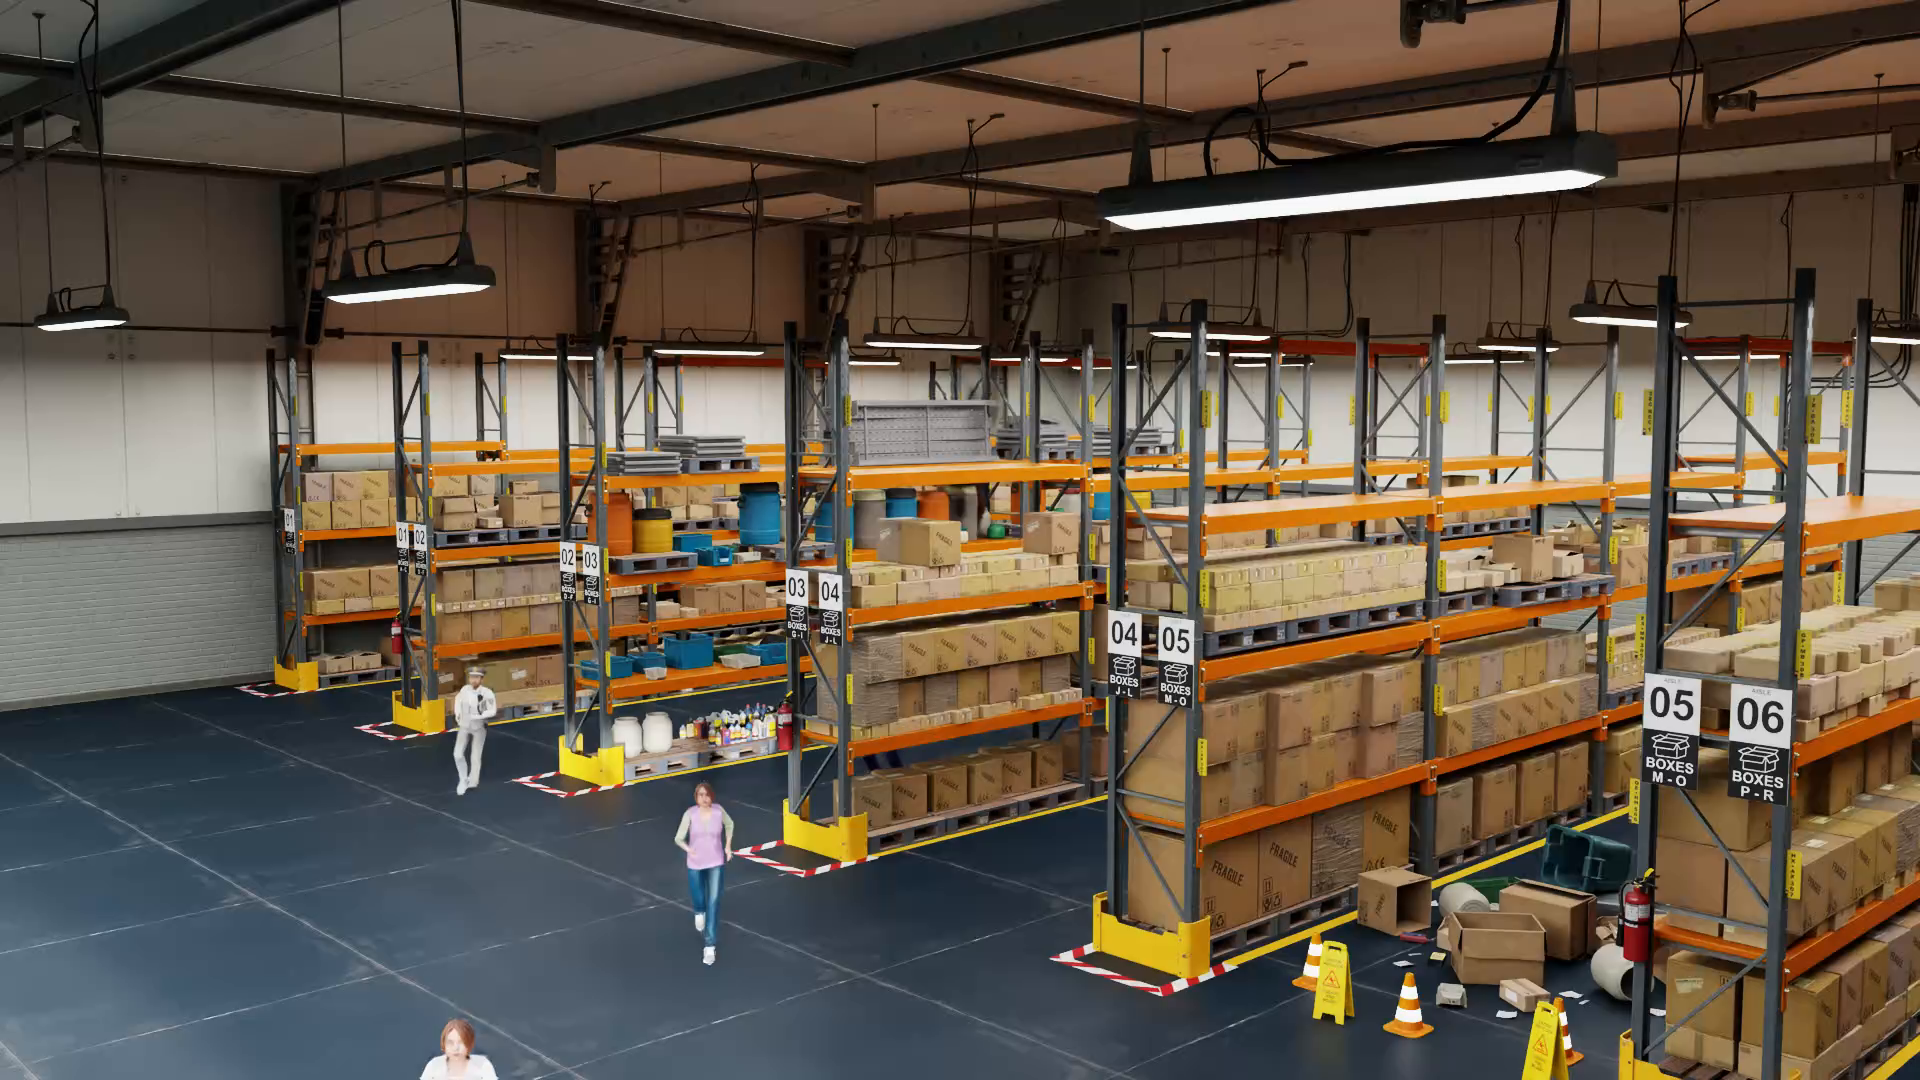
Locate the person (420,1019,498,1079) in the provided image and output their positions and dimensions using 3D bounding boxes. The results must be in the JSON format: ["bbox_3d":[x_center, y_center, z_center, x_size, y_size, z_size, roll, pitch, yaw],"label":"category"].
[{"bbox_3d":[-2.897,3.531,9.657,0.538,1.575,0.795,-1,5,-12],"label":"person"}]

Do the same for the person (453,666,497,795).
[{"bbox_3d":[-6.309,2.472,21.664,0.608,1.704,0.609,0,5,2],"label":"person"}]

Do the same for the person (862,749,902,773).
[{"bbox_3d":[-1.003,2.480,21.729,0.577,1.648,0.682,3,6,31],"label":"person"}]

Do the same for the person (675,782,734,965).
[{"bbox_3d":[-2.367,3.033,15.469,0.556,1.608,0.852,-1,5,-12],"label":"person"}]
